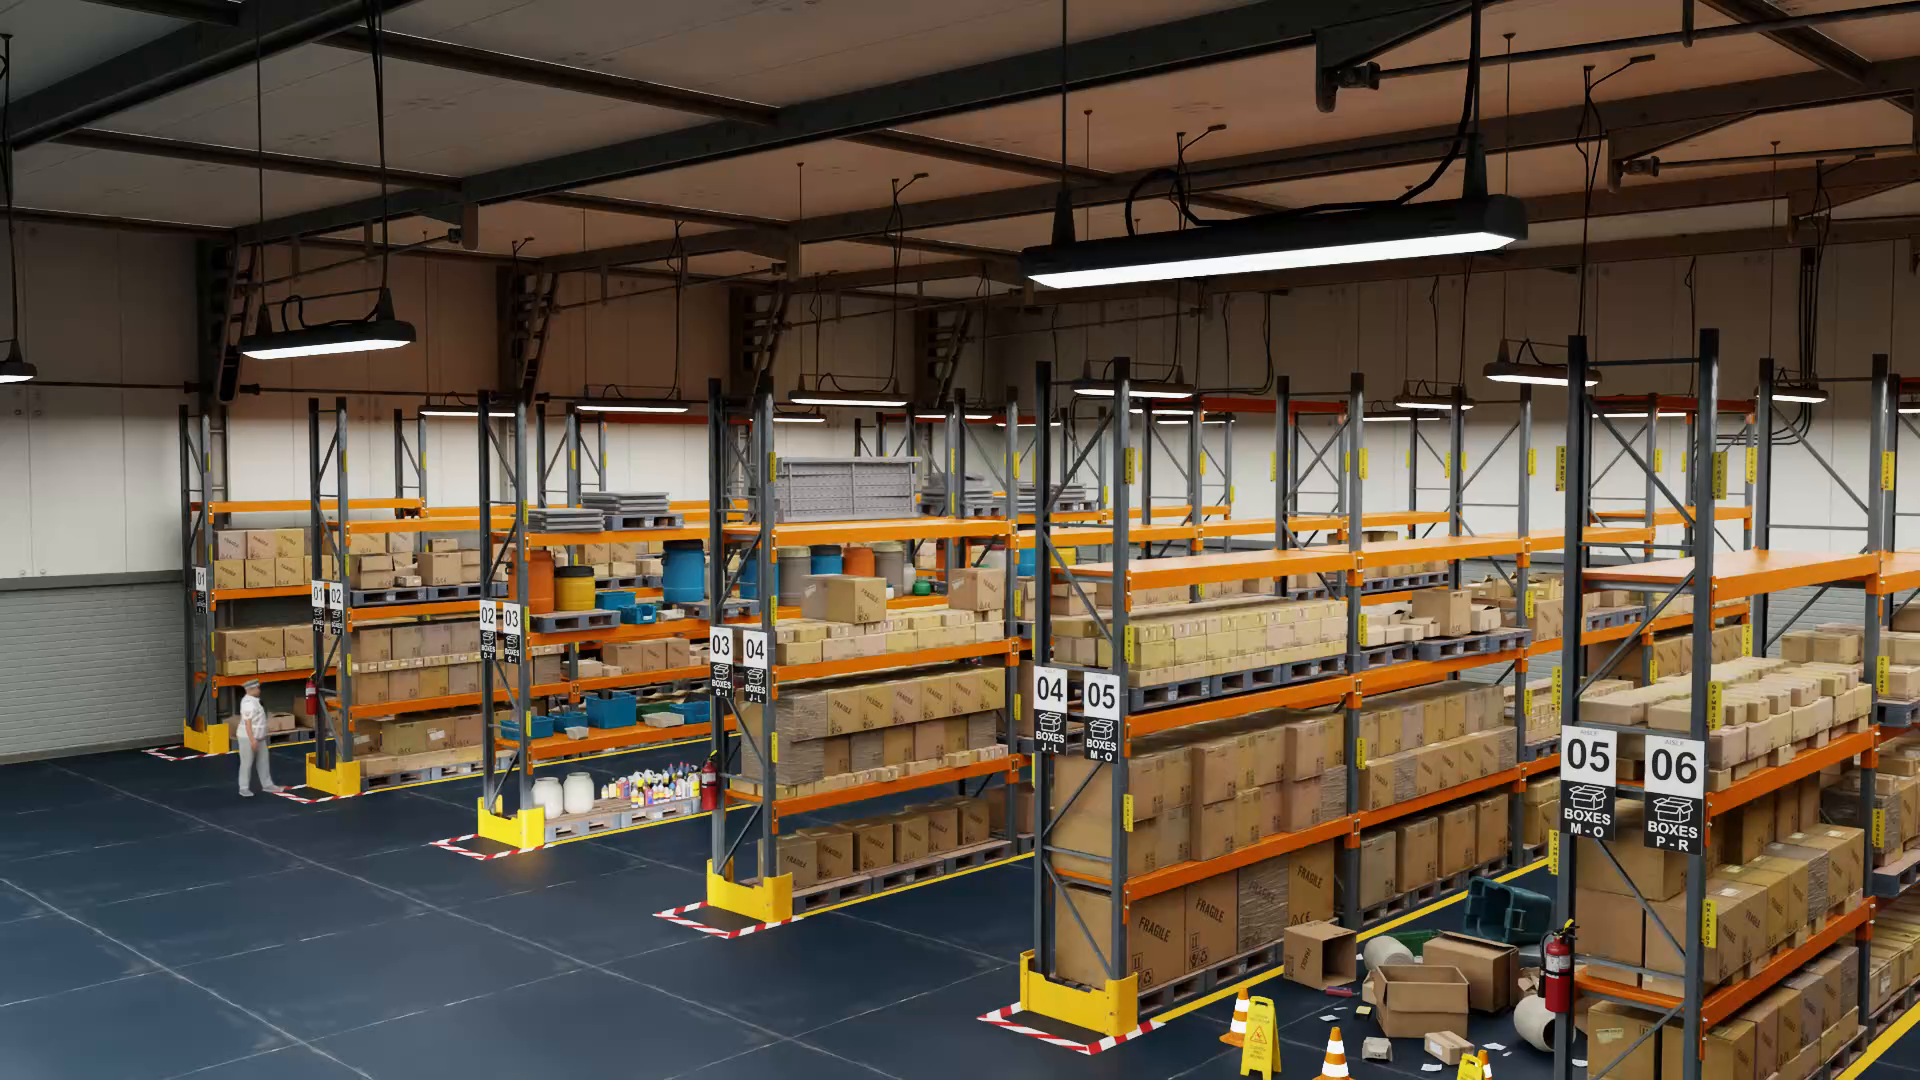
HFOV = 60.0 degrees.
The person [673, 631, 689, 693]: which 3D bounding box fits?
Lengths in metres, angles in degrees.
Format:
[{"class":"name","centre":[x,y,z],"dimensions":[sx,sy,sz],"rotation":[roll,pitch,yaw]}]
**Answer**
[{"class":"person","centre":[-5.721,2.614,33.914],"dimensions":[0.501,1.659,0.324],"rotation":[-2,4,-39]}]

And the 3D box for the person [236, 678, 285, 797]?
[{"class":"person","centre":[-10.592,2.966,25.087],"dimensions":[0.578,1.766,0.591],"rotation":[0,3,3]}]
